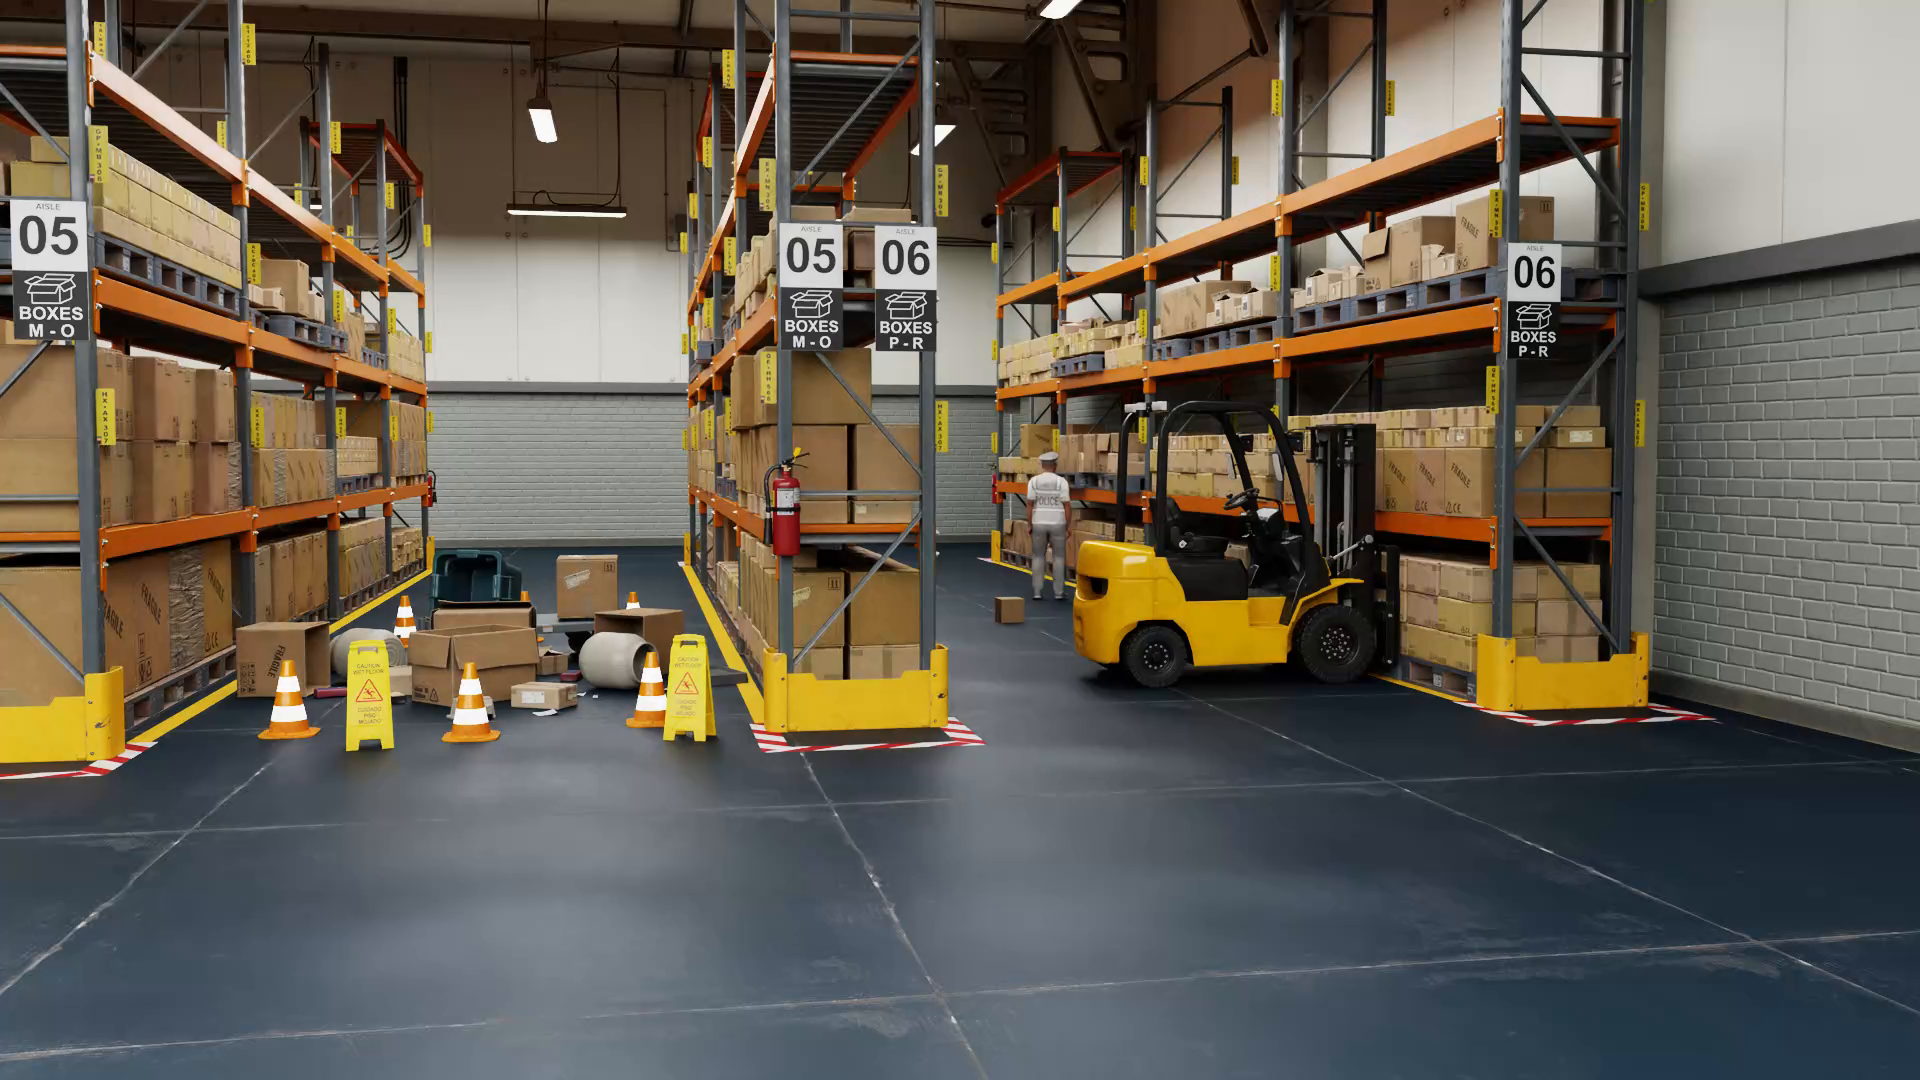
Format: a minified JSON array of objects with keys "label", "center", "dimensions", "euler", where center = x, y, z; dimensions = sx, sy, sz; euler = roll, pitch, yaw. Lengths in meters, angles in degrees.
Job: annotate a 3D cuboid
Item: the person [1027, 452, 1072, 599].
[{"label":"person","center":[1.079,-0.165,20.009],"dimensions":[0.540,1.777,0.412],"euler":[1,3,14]}]
